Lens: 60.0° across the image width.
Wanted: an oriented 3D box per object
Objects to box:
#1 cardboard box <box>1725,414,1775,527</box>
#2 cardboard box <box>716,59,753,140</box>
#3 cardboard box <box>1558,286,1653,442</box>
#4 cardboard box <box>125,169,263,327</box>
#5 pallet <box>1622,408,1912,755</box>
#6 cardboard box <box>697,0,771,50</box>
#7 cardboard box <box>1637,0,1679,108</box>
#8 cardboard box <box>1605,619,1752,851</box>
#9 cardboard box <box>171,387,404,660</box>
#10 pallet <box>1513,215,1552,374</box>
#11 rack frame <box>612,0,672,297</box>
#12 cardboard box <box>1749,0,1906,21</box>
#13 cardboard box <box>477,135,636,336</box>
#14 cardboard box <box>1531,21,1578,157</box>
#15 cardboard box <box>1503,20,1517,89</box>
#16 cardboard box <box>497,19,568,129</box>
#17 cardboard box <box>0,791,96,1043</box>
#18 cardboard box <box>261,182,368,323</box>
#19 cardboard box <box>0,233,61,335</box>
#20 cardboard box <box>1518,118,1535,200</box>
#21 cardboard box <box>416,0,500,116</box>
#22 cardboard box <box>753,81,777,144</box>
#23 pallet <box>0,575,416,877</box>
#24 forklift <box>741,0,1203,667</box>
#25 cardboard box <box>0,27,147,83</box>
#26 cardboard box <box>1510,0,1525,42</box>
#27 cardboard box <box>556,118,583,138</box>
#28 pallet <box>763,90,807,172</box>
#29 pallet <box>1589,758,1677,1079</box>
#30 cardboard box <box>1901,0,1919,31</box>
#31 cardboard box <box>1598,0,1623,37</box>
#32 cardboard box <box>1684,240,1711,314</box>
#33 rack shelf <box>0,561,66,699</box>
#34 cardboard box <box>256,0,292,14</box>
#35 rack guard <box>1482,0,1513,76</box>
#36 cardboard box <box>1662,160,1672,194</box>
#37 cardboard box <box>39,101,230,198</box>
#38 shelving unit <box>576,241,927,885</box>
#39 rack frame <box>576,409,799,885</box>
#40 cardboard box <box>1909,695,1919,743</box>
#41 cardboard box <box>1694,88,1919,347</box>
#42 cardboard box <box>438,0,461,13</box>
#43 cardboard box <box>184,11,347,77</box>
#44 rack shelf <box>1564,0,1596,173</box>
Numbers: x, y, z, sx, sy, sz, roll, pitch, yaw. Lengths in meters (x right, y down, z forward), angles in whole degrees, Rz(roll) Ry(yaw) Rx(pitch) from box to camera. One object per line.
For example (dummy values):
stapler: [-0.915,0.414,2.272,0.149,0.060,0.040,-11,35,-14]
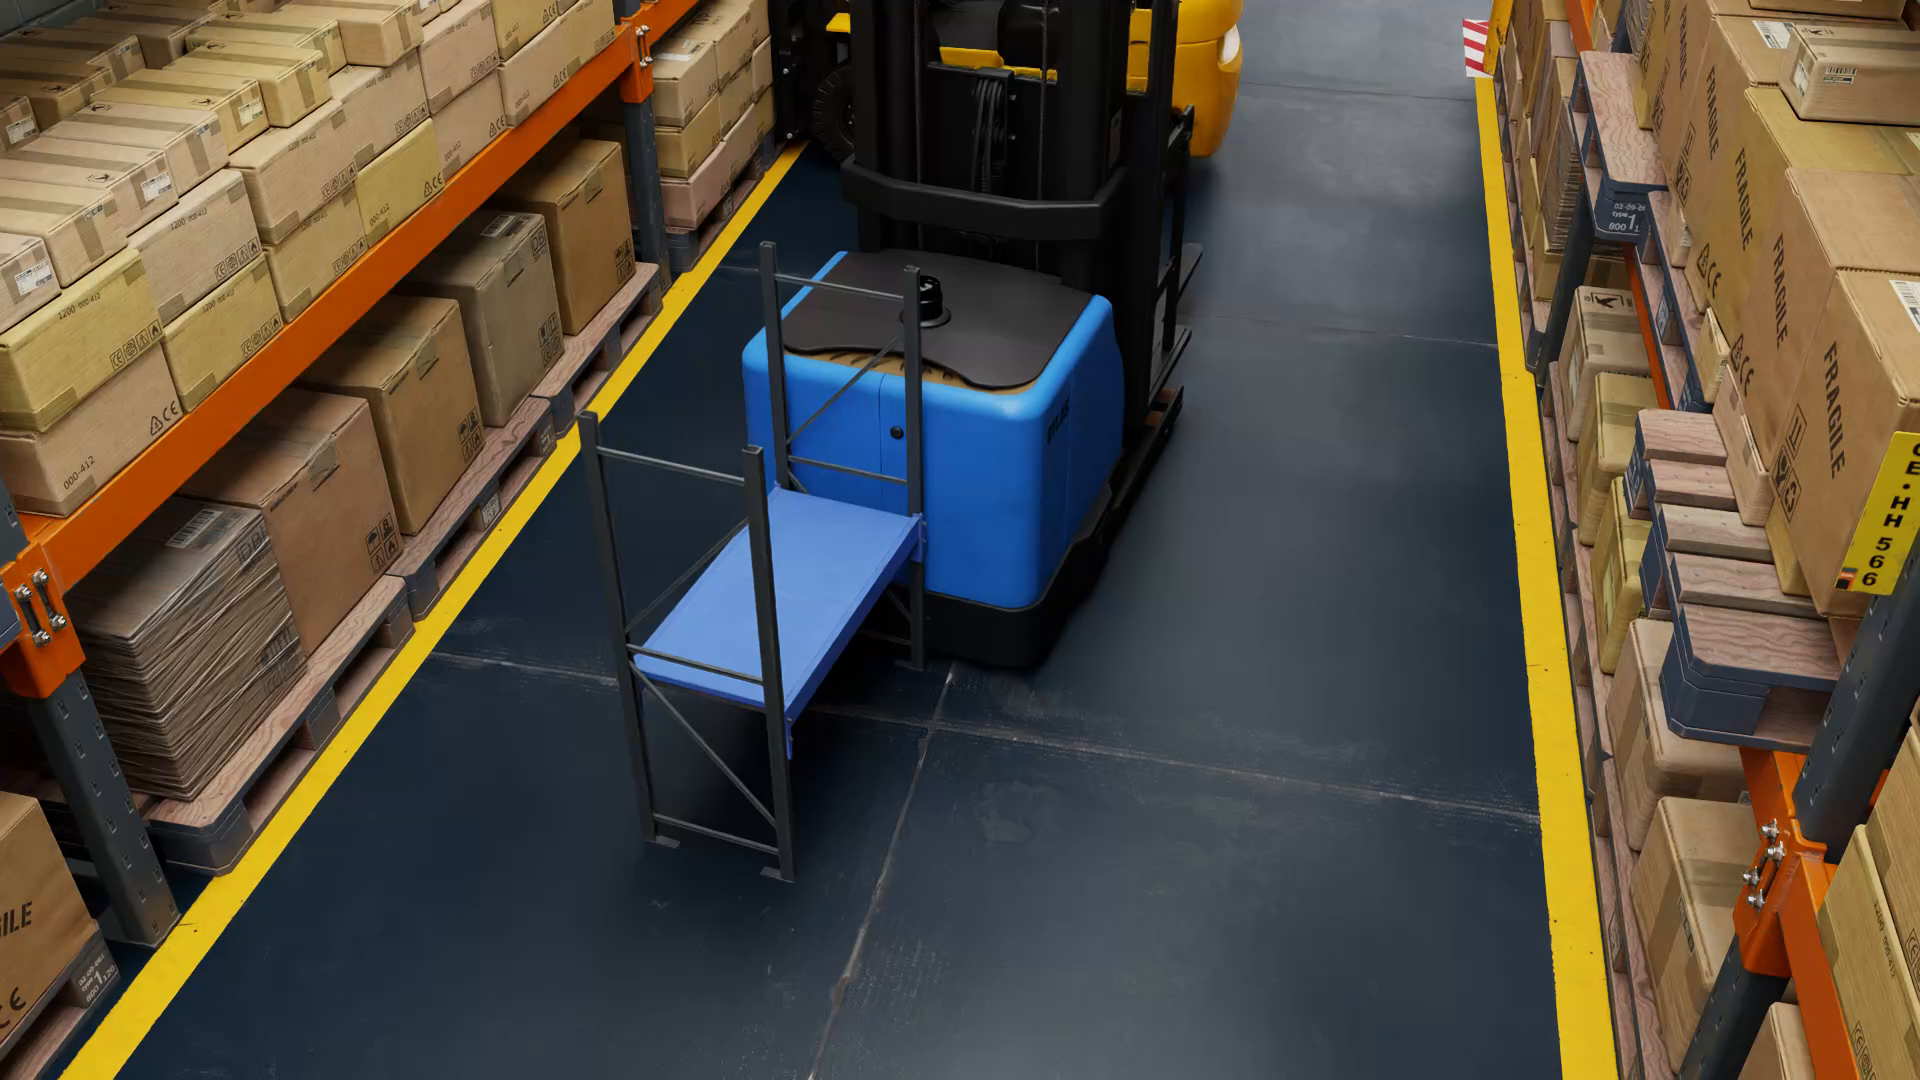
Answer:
cardboard box: [1.960,-0.140,3.743,0.380,0.149,0.250,7,37,10]
cardboard box: [-1.361,-2.241,8.345,0.500,0.250,0.500,7,37,10]
cardboard box: [2.868,-0.639,6.458,0.950,0.372,0.625,8,37,11]
cardboard box: [-2.285,-0.814,4.518,0.500,0.250,0.500,8,37,11]
pallet: [2.172,0.115,3.699,1.213,0.211,1.003,7,37,10]
cardboard box: [-1.248,-2.733,8.597,0.500,0.250,0.500,9,37,12]
cardboard box: [2.491,-1.645,5.267,0.500,0.500,0.500,7,37,10]
cardboard box: [2.404,0.606,4.739,0.950,0.372,0.625,7,36,9]
cardboard box: [-2.448,-0.101,5.499,0.875,0.625,0.625,8,37,11]
pallet: [3.087,-1.095,7.581,1.003,0.211,1.213,7,37,10]
rack frame: [-1.872,-2.454,7.080,1.000,3.000,0.127,7,37,10]
cardboard box: [2.401,-1.567,4.607,0.380,0.149,0.250,9,37,13]
cardboard box: [-1.972,-1.362,7.239,0.875,0.625,0.625,9,37,12]
cardboard box: [3.057,-2.152,8.009,0.500,0.500,0.500,9,37,12]
cardboard box: [3.390,-2.756,9.482,0.500,0.250,0.500,7,37,10]
cardboard box: [-1.826,-1.783,6.282,0.500,0.250,0.500,7,37,10]
cardboard box: [-2.607,0.950,4.155,0.500,0.500,0.500,8,37,11]
cardboard box: [-2.177,-0.908,5.075,0.500,0.250,0.500,6,36,8]
cardboard box: [-2.371,-0.610,3.898,0.380,0.149,0.250,8,37,11]
cardboard box: [3.059,-1.861,8.247,0.500,0.250,0.500,8,37,11]
cardboard box: [-1.945,-1.694,5.734,0.500,0.250,0.500,8,37,11]
cardboard box: [-1.257,-2.336,8.903,0.500,0.250,0.500,8,37,11]
pallet: [-2.512,0.501,5.379,1.003,0.211,1.213,7,37,10]
forklift: [0.282,-1.625,5.994,1.130,2.935,3.031,13,38,17]
cardboard box: [-2.705,-1.424,5.021,0.380,0.149,0.250,7,36,9]
cardboard box: [3.385,-3.046,9.243,0.500,0.500,0.500,6,36,8]
cardboard box: [-1.968,-2.018,8.038,0.500,0.250,0.500,7,36,9]
pallet: [-1.403,-2.478,9.488,1.003,0.211,1.213,7,37,10]
pallet: [2.292,1.140,4.497,1.003,0.211,1.213,7,37,10]
cardboard box: [2.883,-1.292,4.780,0.500,0.500,0.500,9,37,12]
cardboard box: [2.830,-2.281,6.503,0.500,0.500,0.500,6,36,9]
cardboard box: [2.217,-0.725,4.551,0.380,0.149,0.250,6,36,8]
rack shelf: [-3.153,1.277,2.545,1.077,0.370,4.000,7,37,10]
cardboard box: [-2.481,-1.859,5.620,0.380,0.149,0.250,7,37,10]
rack guard: [3.816,-3.072,10.062,1.175,0.500,0.348,7,37,10]
cardboard box: [2.408,-1.169,5.163,0.380,0.149,0.250,8,37,11]
cardboard box: [-2.241,-1.065,4.526,0.380,0.149,0.250,8,37,10]
shelving unit: [-0.533,0.062,4.886,0.538,1.500,1.048,13,38,17]
rack frame: [-0.713,0.341,4.501,0.500,1.500,0.032,13,38,17]
cardboard box: [1.779,0.266,2.390,0.500,0.500,0.500,6,36,8]
cardboard box: [2.155,-0.755,4.039,0.500,0.500,0.500,5,36,7]
cardboard box: [-1.913,-1.940,5.733,0.380,0.149,0.250,6,36,9]
cardboard box: [-2.144,-1.513,5.143,0.380,0.149,0.250,7,37,10]
rack shelf: [3.405,-2.690,8.018,1.077,0.370,4.000,7,37,10]
